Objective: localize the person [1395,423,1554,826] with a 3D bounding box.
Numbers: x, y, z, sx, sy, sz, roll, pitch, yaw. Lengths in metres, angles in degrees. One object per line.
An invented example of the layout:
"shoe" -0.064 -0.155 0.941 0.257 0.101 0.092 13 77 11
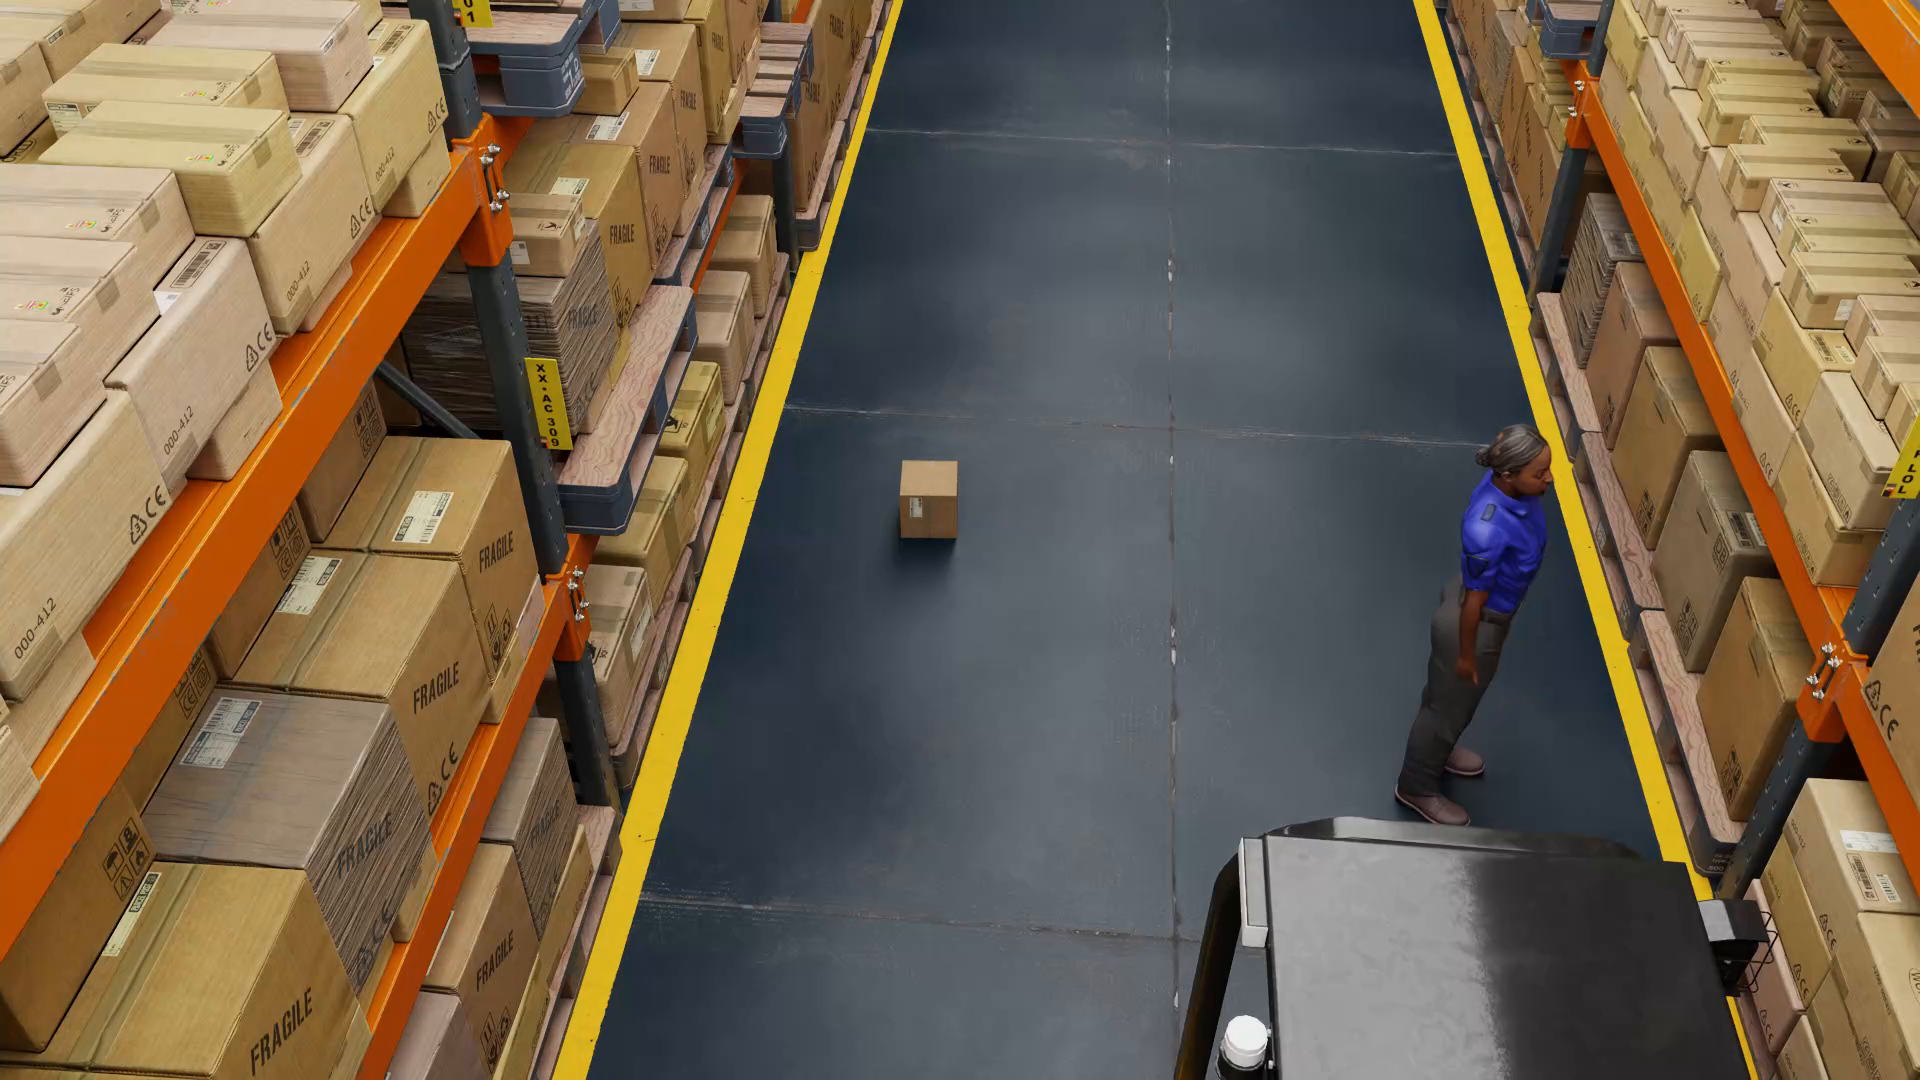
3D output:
"person" 1.818 0.292 5.813 0.319 1.662 0.449 17 43 19
